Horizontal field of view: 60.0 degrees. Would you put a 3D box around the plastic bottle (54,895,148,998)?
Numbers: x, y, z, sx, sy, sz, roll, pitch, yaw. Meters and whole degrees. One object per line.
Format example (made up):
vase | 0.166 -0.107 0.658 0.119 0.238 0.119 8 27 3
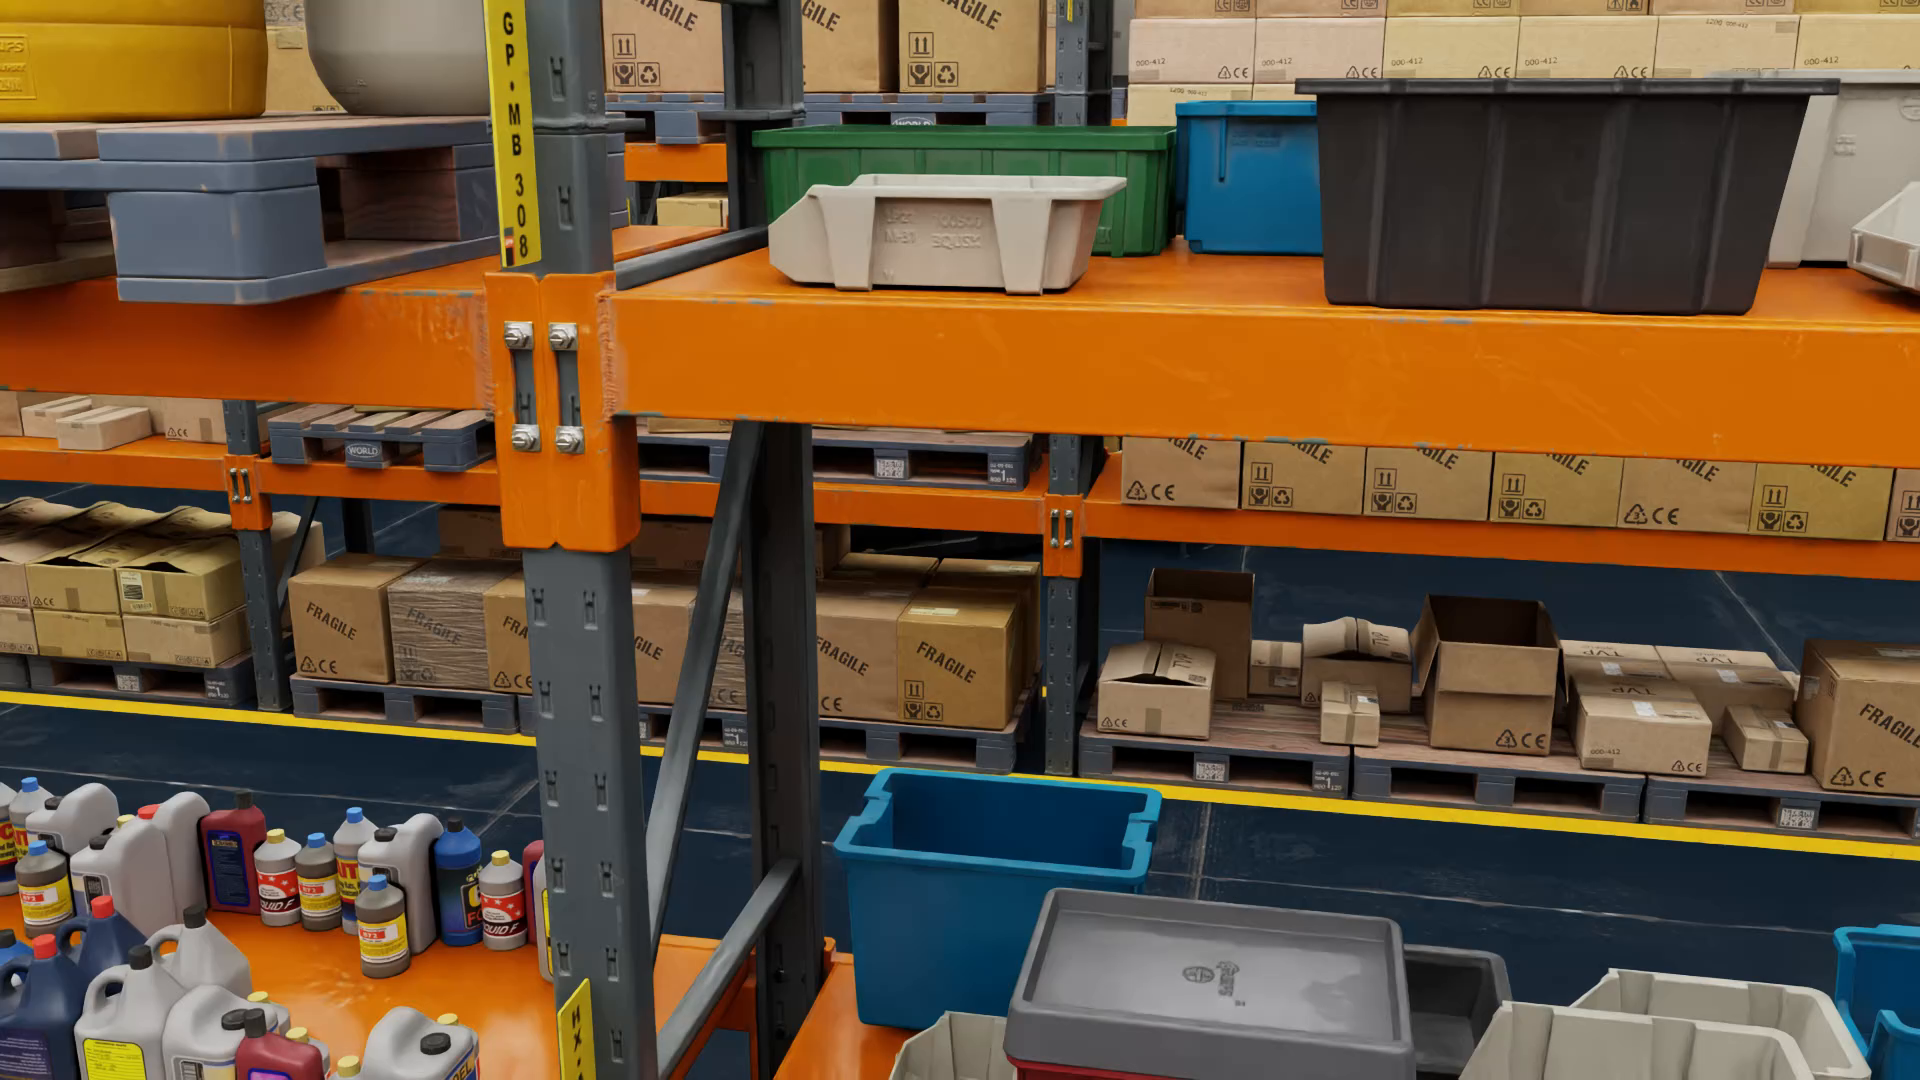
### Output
plastic bottle | -1.561 0.813 3.032 0.185 0.351 0.144 3 16 11

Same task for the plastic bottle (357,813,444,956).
plastic bottle | -1.179 0.716 3.522 0.135 0.276 0.152 3 16 11

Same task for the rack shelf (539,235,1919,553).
rack shelf | 1.517 -0.193 2.298 4.000 0.370 1.077 3 16 11

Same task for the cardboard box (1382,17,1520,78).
cardboard box | 1.953 -1.963 6.687 0.500 0.250 0.500 3 16 11

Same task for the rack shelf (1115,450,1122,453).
rack shelf | 1.304 -0.381 11.281 0.720 0.370 0.431 12 19 36

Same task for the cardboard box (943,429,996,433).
cardboard box | 0.128 -0.830 7.896 0.500 0.500 0.700 -2 16 -8

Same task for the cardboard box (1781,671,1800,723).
cardboard box | 3.881 0.745 7.668 0.250 0.166 0.380 3 16 11

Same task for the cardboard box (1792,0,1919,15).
cardboard box | 3.488 -2.331 6.607 0.500 0.500 0.700 3 16 11

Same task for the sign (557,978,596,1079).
sign | -0.555 0.810 2.430 0.005 0.325 0.100 3 16 11

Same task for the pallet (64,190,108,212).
pallet | -2.343 -0.631 2.884 1.213 0.211 1.003 3 16 11

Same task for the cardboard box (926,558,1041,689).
cardboard box | 0.122 0.407 8.261 0.500 0.500 0.500 2 16 9

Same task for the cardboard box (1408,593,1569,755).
cardboard box | 2.390 0.594 7.582 0.637 0.503 0.797 3 16 11

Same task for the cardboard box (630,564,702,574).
cardboard box | -1.386 0.326 8.554 0.500 0.500 0.500 3 16 9

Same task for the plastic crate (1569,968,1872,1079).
plastic crate | 1.323 0.912 2.963 0.466 0.136 0.293 3 16 11

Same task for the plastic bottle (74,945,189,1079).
plastic bottle | -1.409 0.860 2.860 0.185 0.351 0.144 3 16 11

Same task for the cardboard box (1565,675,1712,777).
cardboard box | 2.961 0.807 7.286 0.500 0.250 0.500 3 16 11

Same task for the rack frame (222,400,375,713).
rack frame | -3.372 -0.709 8.431 0.127 3.000 1.000 3 16 11

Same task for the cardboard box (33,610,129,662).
cardboard box | -4.442 0.423 8.709 0.500 0.250 0.500 3 16 10

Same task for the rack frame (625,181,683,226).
rack frame | -2.389 -2.005 13.110 0.127 3.000 1.000 3 16 11

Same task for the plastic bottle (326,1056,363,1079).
plastic bottle | -1.013 0.960 2.779 0.097 0.201 0.097 0 15 0

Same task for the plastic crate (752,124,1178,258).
plastic crate | 0.032 -0.600 2.818 0.662 0.188 0.450 3 16 11

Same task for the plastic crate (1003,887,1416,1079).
plastic crate | 0.382 0.853 2.561 0.583 0.464 0.402 3 16 11

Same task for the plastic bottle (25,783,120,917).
plastic bottle | -1.955 0.674 3.674 0.135 0.276 0.152 3 16 11

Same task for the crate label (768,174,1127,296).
crate label | -0.021 -0.417 2.254 0.466 0.136 0.293 3 16 11

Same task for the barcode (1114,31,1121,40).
barcode | 1.152 -3.709 12.219 0.075 0.075 0.001 5 16 16

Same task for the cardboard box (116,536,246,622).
cardboard box | -3.934 0.180 8.536 0.500 0.311 0.500 4 16 13

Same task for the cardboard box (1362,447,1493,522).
cardboard box | 1.985 -0.392 7.101 0.500 0.500 0.500 3 16 11

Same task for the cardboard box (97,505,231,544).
cardboard box | -4.343 0.013 9.138 0.500 0.311 0.500 3 16 10

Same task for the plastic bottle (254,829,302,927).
plastic bottle | -1.478 0.728 3.617 0.097 0.201 0.097 0 15 0

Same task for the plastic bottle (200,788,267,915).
plastic bottle | -1.588 0.678 3.646 0.133 0.283 0.061 3 16 11

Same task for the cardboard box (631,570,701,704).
cardboard box | -1.466 0.464 8.057 0.500 0.500 0.500 3 16 9

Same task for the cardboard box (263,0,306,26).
cardboard box | -2.946 -2.659 7.794 0.500 0.500 0.500 3 16 11

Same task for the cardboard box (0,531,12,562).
cardboard box | -5.430 0.100 8.827 0.500 0.311 0.500 4 16 13

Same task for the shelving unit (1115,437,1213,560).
shelving unit | 1.304 -0.696 11.194 0.755 1.500 0.431 12 19 36

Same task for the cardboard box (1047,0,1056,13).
cardboard box | 0.695 -3.940 12.062 0.500 0.250 0.500 4 16 15

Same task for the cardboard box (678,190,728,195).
cardboard box | -1.893 -2.611 13.112 0.500 0.250 0.500 4 16 13

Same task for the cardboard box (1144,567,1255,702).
cardboard box | 1.163 0.453 8.097 0.500 0.500 0.500 3 16 11

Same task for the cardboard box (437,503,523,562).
cardboard box | -2.353 -0.087 8.642 0.500 0.250 0.500 4 16 13

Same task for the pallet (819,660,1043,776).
pallet | -0.257 0.815 8.156 1.213 0.211 1.003 3 16 11

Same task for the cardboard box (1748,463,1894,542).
cardboard box | 3.465 -0.311 6.807 0.500 0.500 0.500 3 16 12

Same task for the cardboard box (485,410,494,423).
cardboard box | -1.874 -0.857 7.992 0.500 0.500 0.700 6 17 22

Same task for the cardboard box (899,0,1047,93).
cardboard box | 0.069 -2.286 7.346 0.600 0.600 0.600 2 16 6

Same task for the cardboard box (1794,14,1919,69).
cardboard box | 3.423 -1.884 6.402 0.500 0.250 0.500 3 16 11

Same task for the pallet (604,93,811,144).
pallet | -1.094 -1.958 7.676 1.003 0.211 1.213 3 16 11

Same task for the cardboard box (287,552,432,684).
cardboard box | -2.983 0.383 8.349 0.500 0.500 0.500 4 16 13

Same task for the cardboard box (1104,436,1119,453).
cardboard box | 0.868 -0.959 12.575 0.750 0.750 0.750 3 16 12

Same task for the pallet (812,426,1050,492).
pallet | -0.214 -0.474 7.945 1.213 0.211 1.003 3 16 11

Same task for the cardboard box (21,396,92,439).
cardboard box | -4.633 -0.641 8.657 0.250 0.149 0.380 4 16 15

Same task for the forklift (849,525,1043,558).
forklift | -0.692 -1.330 10.802 3.031 2.935 1.130 -7 17 -23

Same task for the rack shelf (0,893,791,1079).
rack shelf | -2.403 1.040 3.466 4.000 0.370 1.077 3 16 11

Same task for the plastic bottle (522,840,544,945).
plastic bottle | -0.848 0.718 3.501 0.133 0.283 0.061 3 16 11

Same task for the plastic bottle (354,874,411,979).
plastic bottle | -1.186 0.785 3.410 0.097 0.201 0.097 0 15 0

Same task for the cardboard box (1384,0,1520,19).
cardboard box | 1.985 -2.367 6.739 0.500 0.500 0.700 3 16 11

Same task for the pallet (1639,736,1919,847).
pallet | 3.612 1.015 7.434 1.213 0.211 1.003 3 16 11

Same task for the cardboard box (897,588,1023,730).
cardboard box | 0.007 0.545 7.762 0.500 0.500 0.500 3 16 11

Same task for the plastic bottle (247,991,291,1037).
plastic bottle | -1.245 0.906 2.975 0.097 0.201 0.097 0 15 0

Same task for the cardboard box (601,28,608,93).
cardboard box | -1.929 -2.133 7.768 0.500 0.500 0.910 3 16 11

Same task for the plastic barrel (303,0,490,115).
plastic barrel | -0.909 -1.007 2.849 0.433 0.535 0.433 0 15 0

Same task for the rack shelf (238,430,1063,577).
rack shelf | -1.412 -0.256 8.143 4.000 0.370 1.077 3 16 11

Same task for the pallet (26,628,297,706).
pallet | -4.171 0.581 8.999 1.213 0.211 1.003 3 16 11
